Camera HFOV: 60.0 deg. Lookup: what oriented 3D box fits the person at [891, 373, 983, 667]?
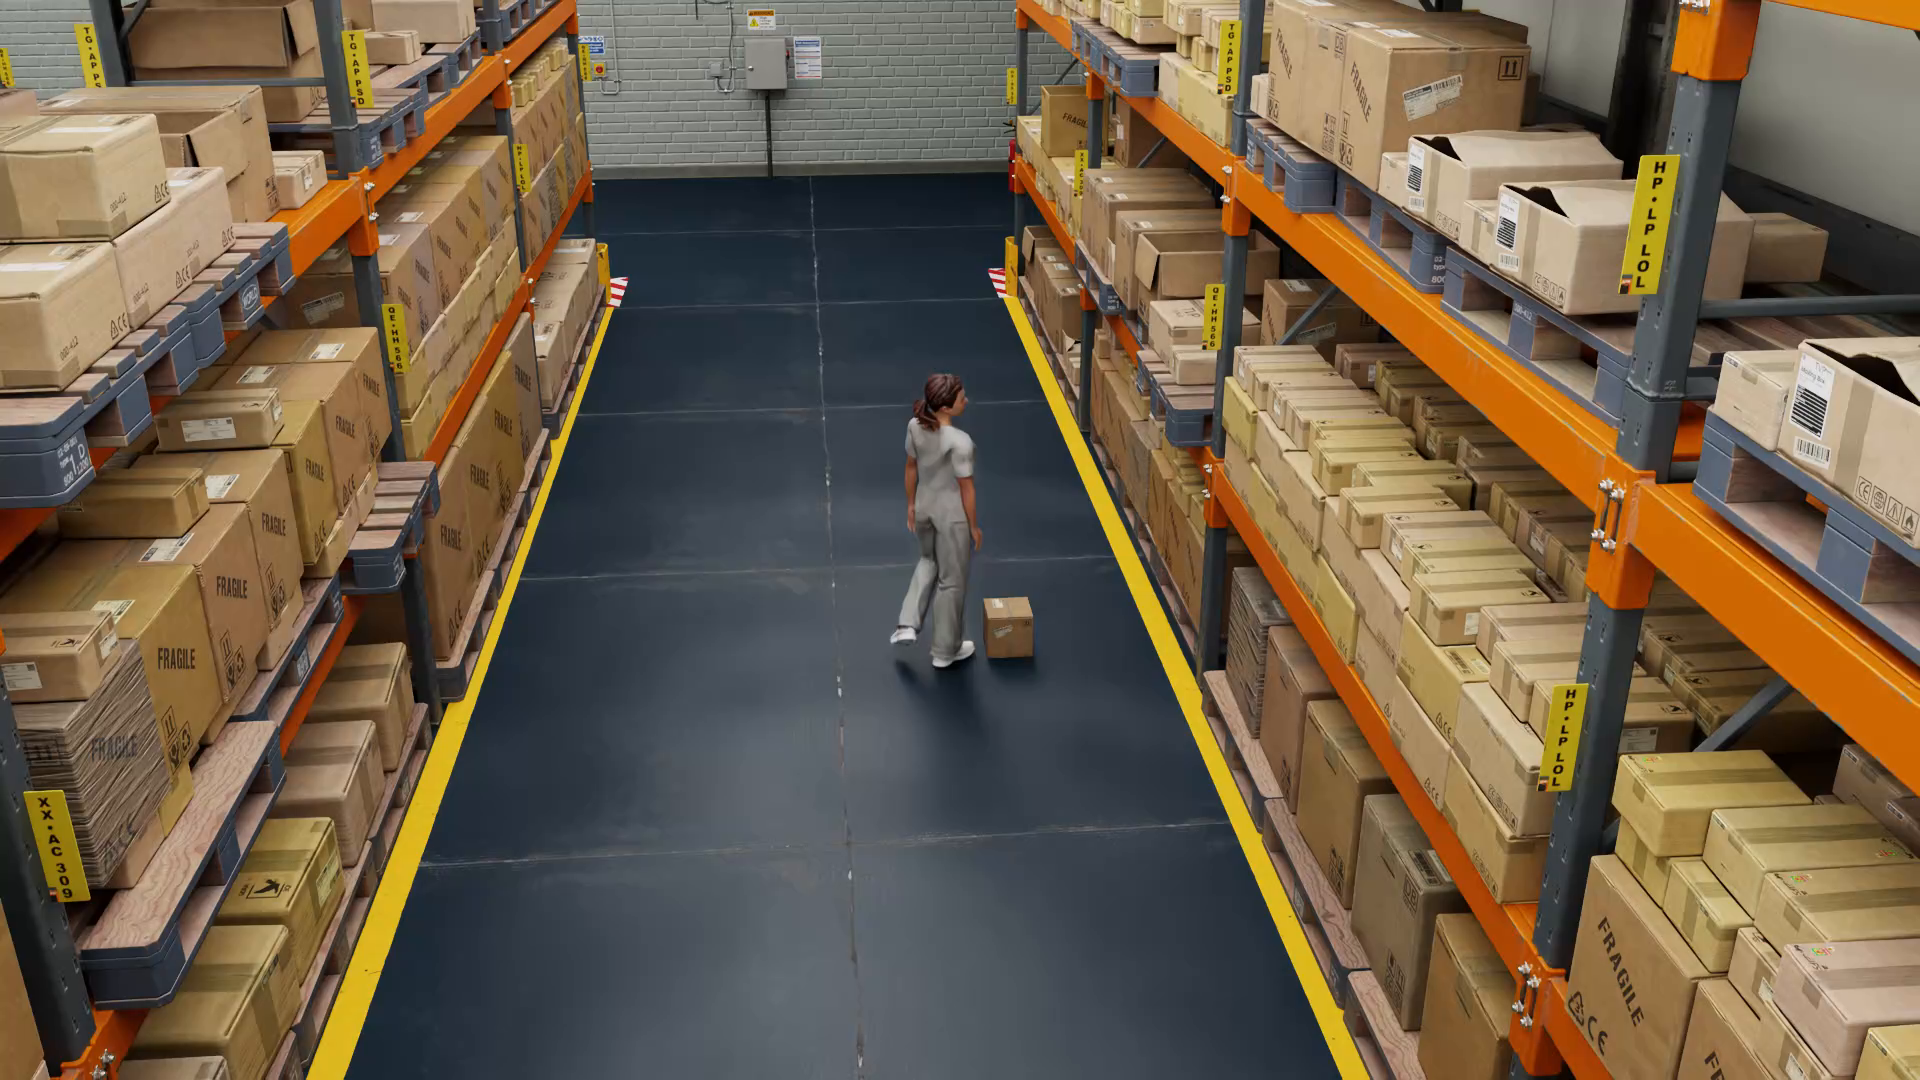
[{"bbox_3d":[-0.128,-0.106,8.822,0.504,1.666,0.445,21,31,39],"label":"person"}]
